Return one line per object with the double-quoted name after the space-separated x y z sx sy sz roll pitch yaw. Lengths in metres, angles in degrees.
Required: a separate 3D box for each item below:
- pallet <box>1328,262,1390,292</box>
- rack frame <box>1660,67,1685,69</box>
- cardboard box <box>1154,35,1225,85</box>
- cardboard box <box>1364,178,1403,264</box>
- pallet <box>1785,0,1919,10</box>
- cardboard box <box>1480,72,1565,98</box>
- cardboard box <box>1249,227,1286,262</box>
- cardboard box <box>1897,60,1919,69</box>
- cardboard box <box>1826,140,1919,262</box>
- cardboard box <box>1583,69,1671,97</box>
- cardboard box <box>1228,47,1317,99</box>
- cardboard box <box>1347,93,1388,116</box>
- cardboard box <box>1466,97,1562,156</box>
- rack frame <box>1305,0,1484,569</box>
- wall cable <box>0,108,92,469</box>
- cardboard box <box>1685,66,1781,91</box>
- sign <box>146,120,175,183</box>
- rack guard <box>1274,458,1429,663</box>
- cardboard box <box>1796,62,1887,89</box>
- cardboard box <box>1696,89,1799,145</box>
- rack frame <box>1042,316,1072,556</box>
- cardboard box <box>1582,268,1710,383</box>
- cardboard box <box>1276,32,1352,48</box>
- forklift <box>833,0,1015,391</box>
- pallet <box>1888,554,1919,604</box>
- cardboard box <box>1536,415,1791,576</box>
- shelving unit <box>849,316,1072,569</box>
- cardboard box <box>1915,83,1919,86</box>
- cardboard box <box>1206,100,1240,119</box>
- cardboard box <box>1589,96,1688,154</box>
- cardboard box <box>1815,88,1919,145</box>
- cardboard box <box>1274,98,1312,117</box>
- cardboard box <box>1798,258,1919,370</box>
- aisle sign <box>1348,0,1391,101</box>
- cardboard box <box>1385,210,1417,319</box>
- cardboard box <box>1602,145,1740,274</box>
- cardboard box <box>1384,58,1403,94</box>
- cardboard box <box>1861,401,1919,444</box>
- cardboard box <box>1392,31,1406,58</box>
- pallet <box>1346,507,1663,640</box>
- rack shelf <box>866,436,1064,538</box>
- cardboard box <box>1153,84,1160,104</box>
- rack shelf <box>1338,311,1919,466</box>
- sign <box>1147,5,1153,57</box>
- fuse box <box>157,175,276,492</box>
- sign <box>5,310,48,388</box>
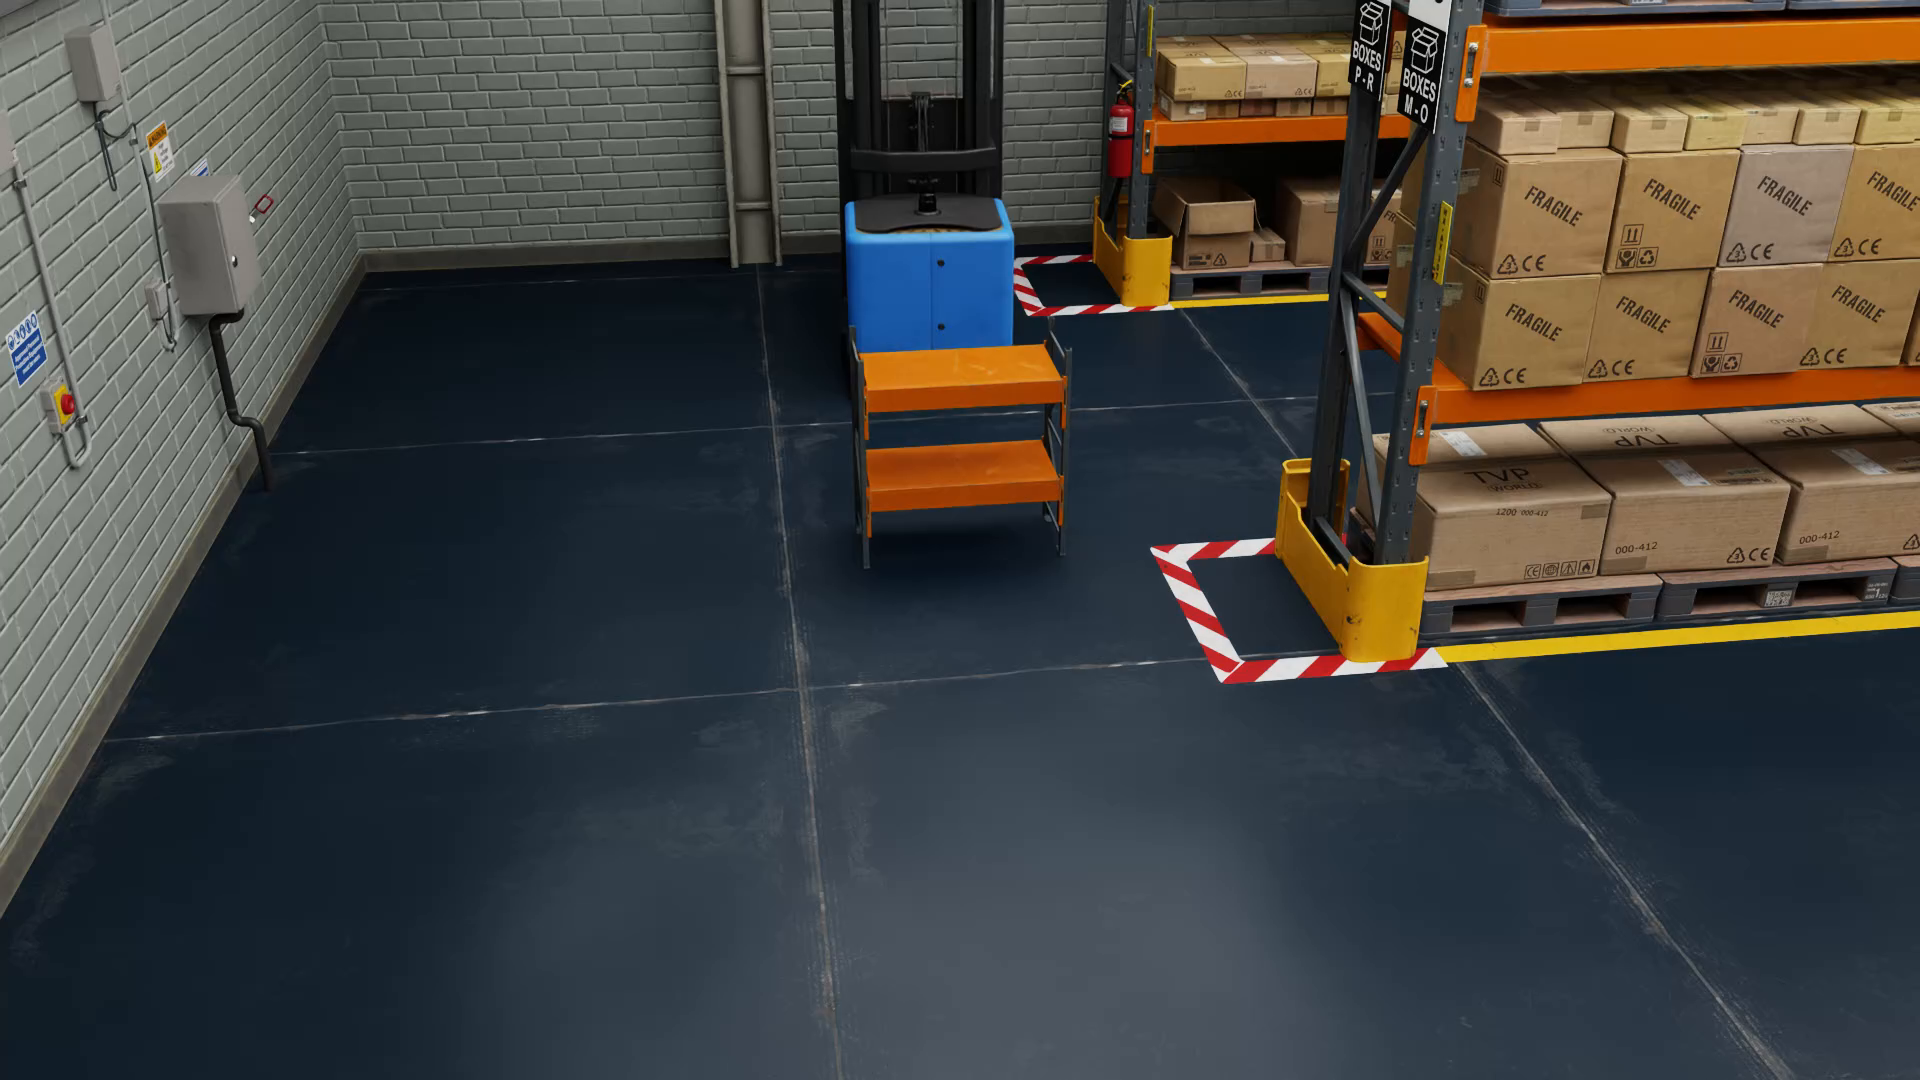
3.271 -2.177 12.762 1.213 0.211 1.003 -4 27 -7 "pallet"
5.162 -3.540 12.363 0.127 3.000 1.000 -4 27 -7 "rack frame"
1.620 -3.500 12.125 0.500 0.250 0.500 -3 27 -6 "cardboard box"
3.209 -2.382 12.384 0.500 0.500 0.500 -3 27 -6 "cardboard box"
3.840 -2.468 7.086 1.213 0.211 1.003 -4 27 -7 "pallet"
2.472 -1.960 7.369 0.250 0.149 0.380 -3 27 -6 "cardboard box"
2.246 -2.210 12.433 0.250 0.149 0.380 -5 28 -9 "cardboard box"
4.488 -2.121 7.682 0.250 0.149 0.380 -4 27 -9 "cardboard box"
3.924 -1.537 7.256 0.500 0.500 0.500 -4 27 -7 "cardboard box"
2.971 -2.012 7.470 0.250 0.149 0.380 -3 27 -6 "cardboard box"
2.187 -3.290 11.715 0.500 0.250 0.500 -3 27 -7 "cardboard box"
2.847 -3.130 11.840 0.250 0.149 0.380 -4 27 -9 "cardboard box"
2.286 -1.717 6.896 0.250 0.149 0.380 -3 27 -6 "cardboard box"
1.896 -1.042 7.495 0.127 3.000 1.000 -4 27 -7 "rack frame"
-3.684 -1.139 6.536 0.123 1.953 0.585 -4 27 -7 "wall cable"
3.480 -2.039 7.523 0.250 0.149 0.380 -3 27 -6 "cardboard box"
-4.030 -1.961 8.381 0.001 0.242 0.339 -4 27 -7 "sign"
1.873 0.072 8.063 0.348 0.500 1.175 -4 27 -7 "rack guard"
3.998 -2.083 7.609 0.250 0.149 0.380 -4 27 -7 "cardboard box"
3.320 -1.796 7.050 0.250 0.149 0.380 -3 27 -7 "cardboard box"
0.497 -0.532 8.555 0.032 1.125 0.500 -4 27 -7 "rack frame"
2.909 -1.032 7.366 0.500 0.500 0.500 -4 27 -8 "cardboard box"
2.621 -3.562 12.245 0.500 0.250 0.500 -3 27 -5 "cardboard box"
-0.281 -2.853 11.100 1.130 2.935 3.031 -2 27 -4 "forklift"
5.093 -0.043 8.602 1.213 0.211 1.003 -4 27 -7 "pallet"
3.441 -0.238 8.275 0.875 0.438 0.875 -3 27 -6 "cardboard box"
-0.007 -0.500 8.492 1.048 1.125 0.538 -4 27 -7 "shelving unit"
4.322 -1.858 7.170 0.250 0.149 0.380 -4 27 -8 "cardboard box"
1.810 -3.108 11.796 0.250 0.149 0.380 -3 27 -6 "cardboard box"
2.809 -1.731 6.922 0.250 0.149 0.380 -3 27 -6 "cardboard box"
3.828 -1.797 7.051 0.250 0.149 0.380 -4 27 -8 "cardboard box"
2.324 -3.129 11.837 0.250 0.149 0.380 -3 27 -5 "cardboard box"
3.909 -1.096 7.490 0.500 0.500 0.500 -3 27 -5 "cardboard box"
1.782 -2.334 7.166 0.004 0.787 0.394 -4 27 -7 "aisle sign"
2.337 -1.237 7.765 0.500 0.500 0.500 -4 27 -7 "cardboard box"
2.922 -1.469 7.123 0.500 0.500 0.500 -4 27 -9 "cardboard box"
3.192 -3.366 11.863 0.500 0.250 0.500 -4 27 -8 "cardboard box"
5.221 -0.352 8.496 0.875 0.438 0.875 -4 27 -8 "cardboard box"
3.173 -3.687 11.668 0.500 0.500 0.500 -3 27 -6 "cardboard box"
2.677 0.113 8.299 1.213 0.211 1.003 -4 27 -7 "pallet"
-0.007 -0.282 8.604 1.000 0.278 0.538 -4 27 -7 "rack shelf"
1.492 -3.316 12.202 0.250 0.149 0.380 -4 27 -8 "cardboard box"
3.877 -0.849 7.907 4.000 0.370 1.077 -4 27 -7 "rack shelf"
1.277 -3.425 11.192 0.005 0.325 0.100 -4 27 -7 "sign"
-3.832 -1.058 8.938 0.414 1.711 0.539 -4 27 -7 "fuse box"
-3.738 -0.767 6.663 0.001 0.218 0.327 -4 27 -7 "sign"
